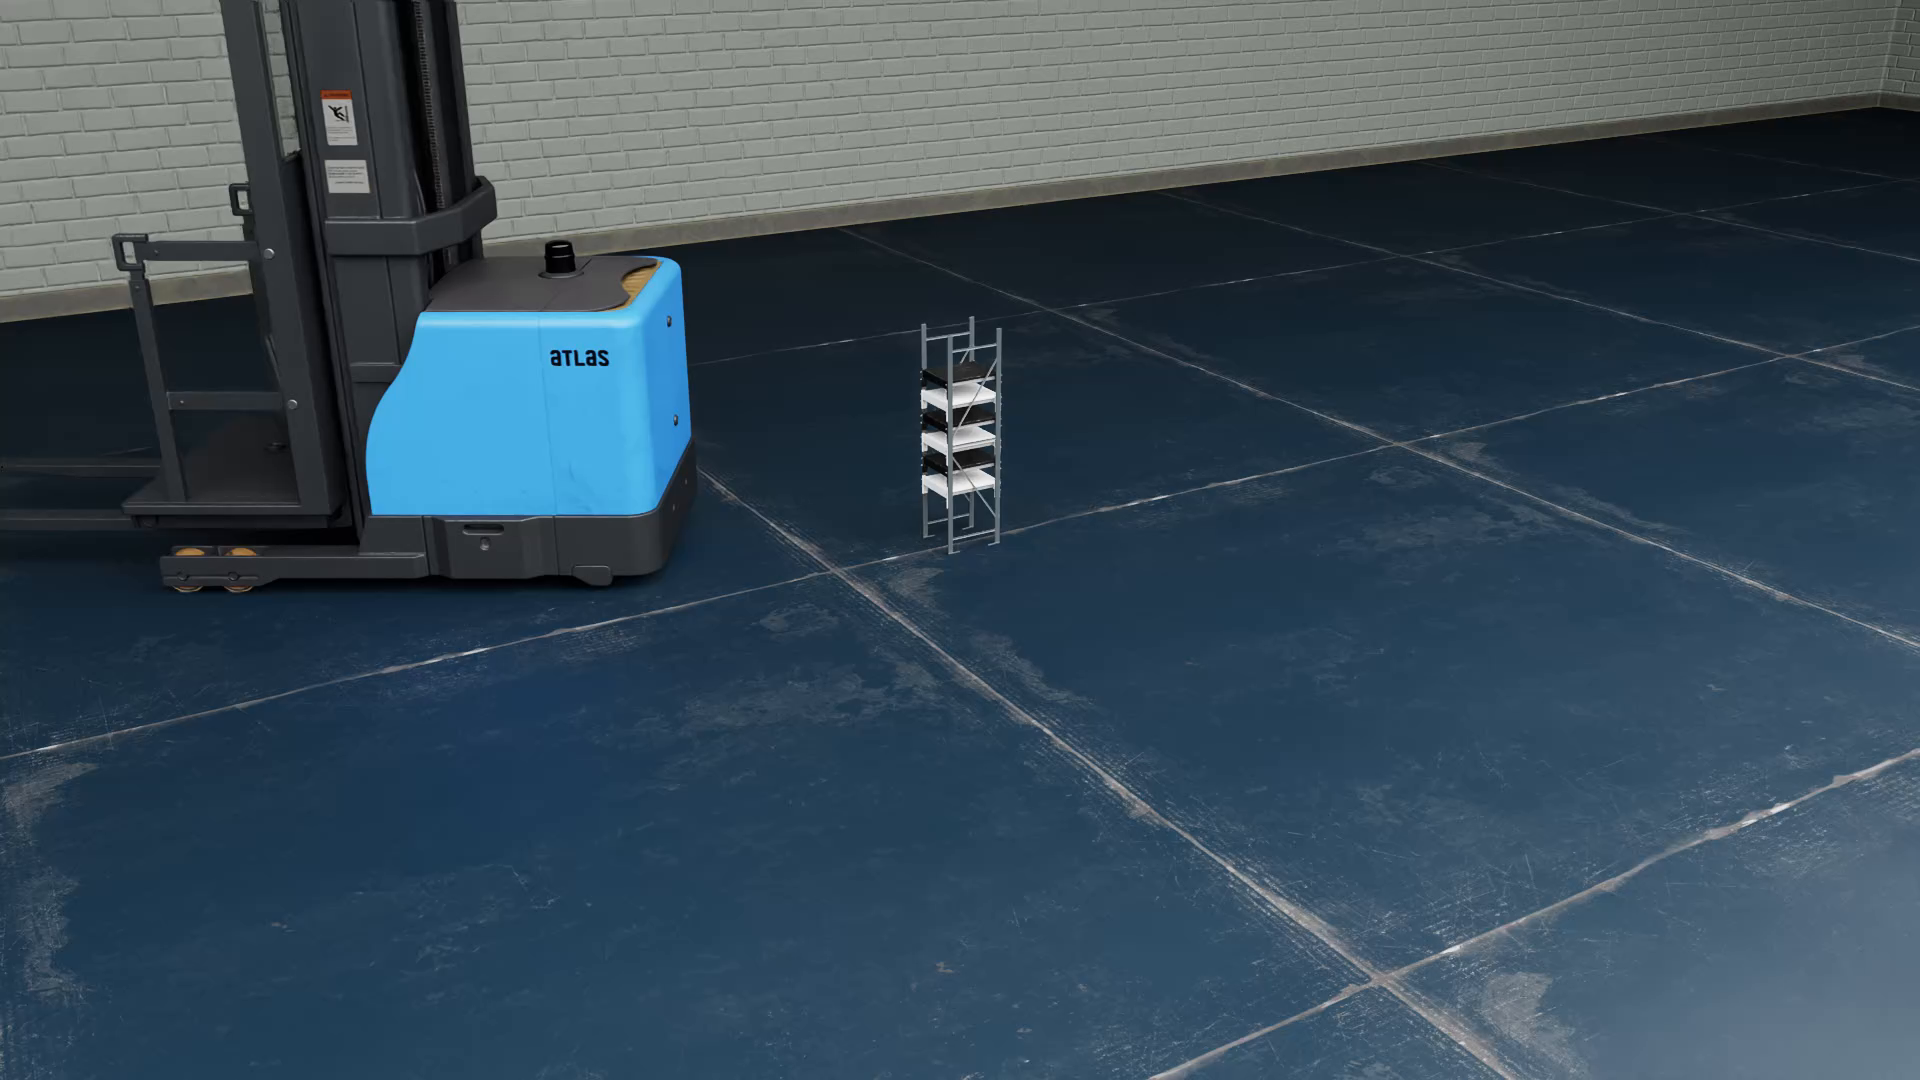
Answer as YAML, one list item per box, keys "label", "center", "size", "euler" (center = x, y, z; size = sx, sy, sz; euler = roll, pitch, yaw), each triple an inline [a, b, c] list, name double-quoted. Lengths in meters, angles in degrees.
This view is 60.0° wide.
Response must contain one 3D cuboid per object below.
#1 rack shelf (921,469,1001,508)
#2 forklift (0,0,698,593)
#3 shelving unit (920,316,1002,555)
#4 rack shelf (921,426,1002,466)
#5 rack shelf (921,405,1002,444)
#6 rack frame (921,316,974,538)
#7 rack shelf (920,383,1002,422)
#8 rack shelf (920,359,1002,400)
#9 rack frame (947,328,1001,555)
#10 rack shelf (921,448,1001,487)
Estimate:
- label: "rack shelf"
  center: [0.004, -0.217, 6.716]
  size: [0.258, 0.077, 0.200]
  euler: [-13, 25, -28]
- label: "forklift"
  center: [-2.647, -1.357, 6.257]
  size: [3.031, 2.935, 1.130]
  euler: [0, 22, 0]
- label: "shelving unit"
  center: [0.004, -0.414, 6.636]
  size: [0.258, 0.900, 0.210]
  euler: [-13, 25, -28]
- label: "rack shelf"
  center: [0.004, -0.383, 6.648]
  size: [0.258, 0.077, 0.200]
  euler: [-13, 25, -28]
- label: "rack shelf"
  center: [0.004, -0.467, 6.614]
  size: [0.258, 0.077, 0.200]
  euler: [-13, 25, -28]
- label: "rack frame"
  center: [-0.048, -0.447, 6.717]
  size: [0.240, 0.900, 0.006]
  euler: [-13, 25, -28]
- label: "rack shelf"
  center: [0.004, -0.550, 6.580]
  size: [0.258, 0.077, 0.200]
  euler: [-13, 25, -28]
- label: "rack shelf"
  center: [0.004, -0.633, 6.546]
  size: [0.258, 0.077, 0.200]
  euler: [-13, 25, -28]
- label: "rack frame"
  center: [0.056, -0.381, 6.555]
  size: [0.240, 0.900, 0.006]
  euler: [-13, 25, -28]
- label: "rack shelf"
  center: [0.004, -0.300, 6.682]
  size: [0.258, 0.077, 0.200]
  euler: [-13, 25, -28]
